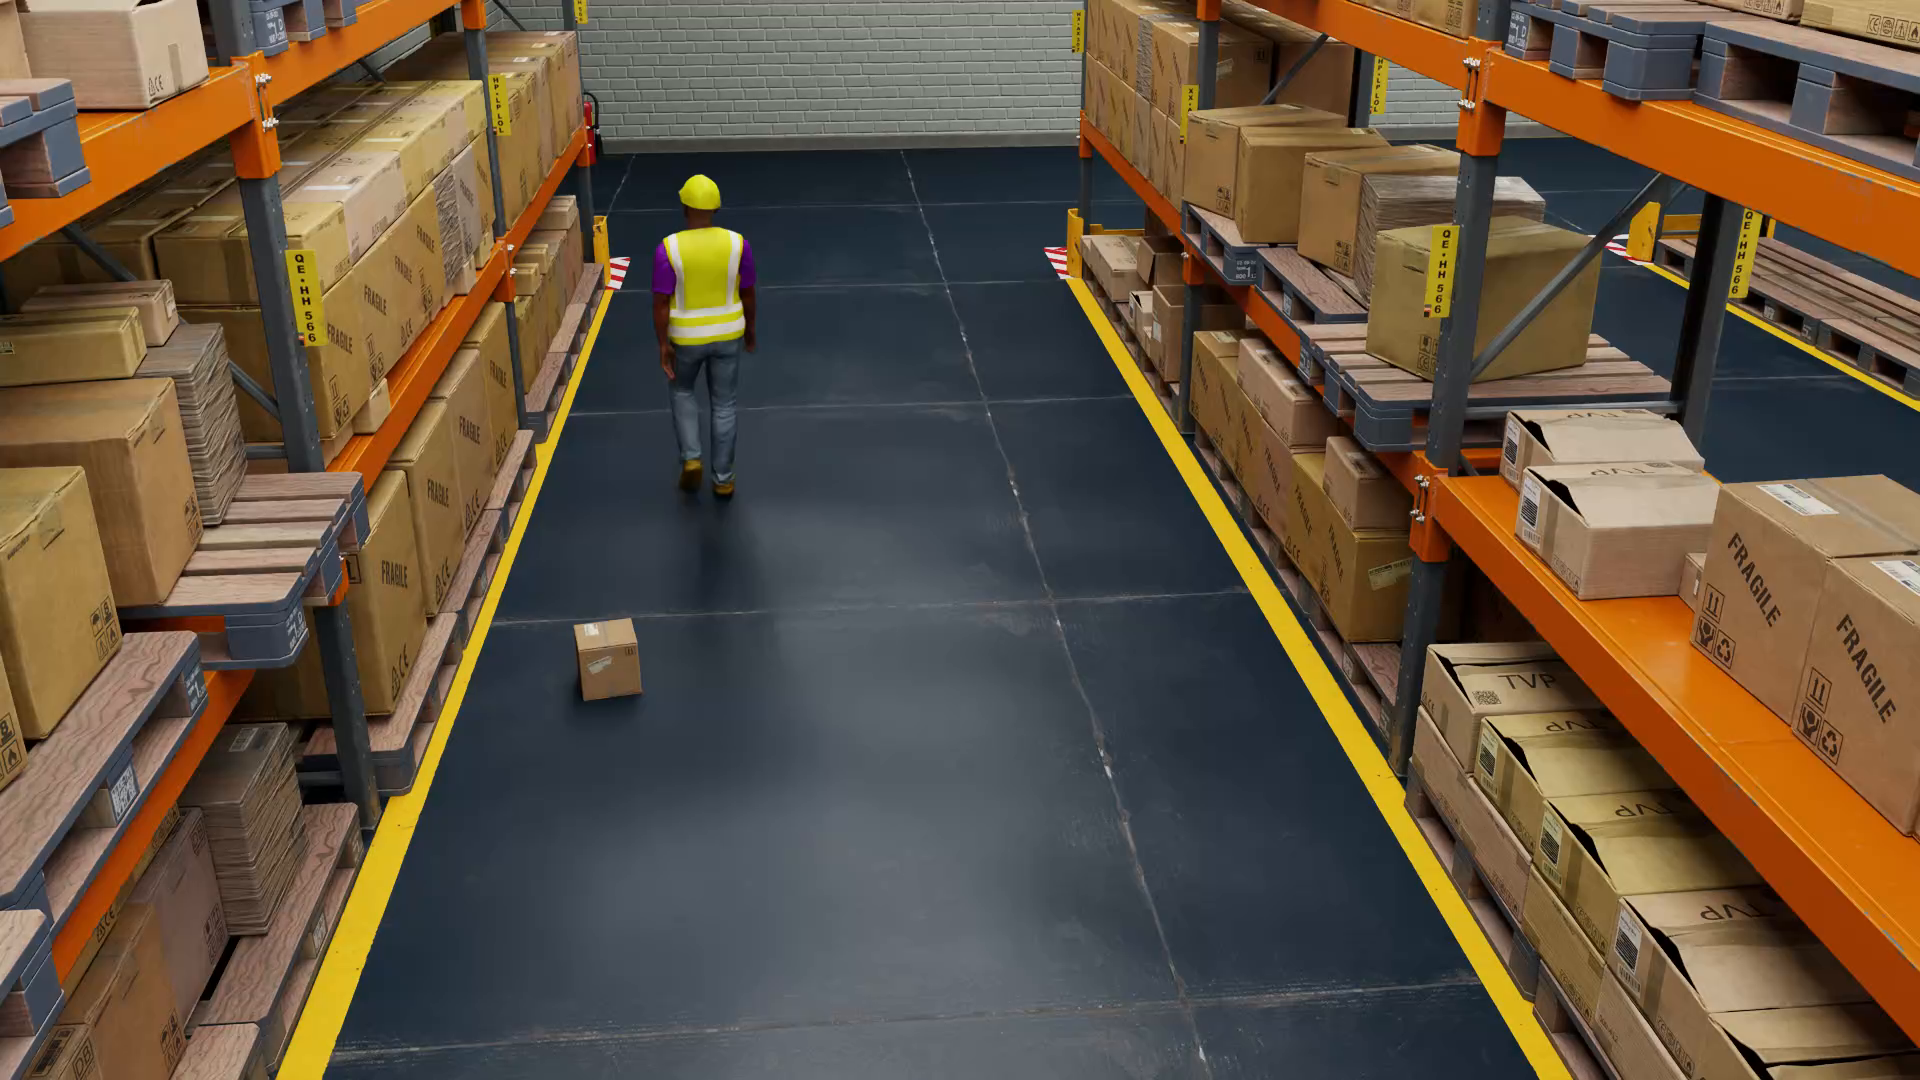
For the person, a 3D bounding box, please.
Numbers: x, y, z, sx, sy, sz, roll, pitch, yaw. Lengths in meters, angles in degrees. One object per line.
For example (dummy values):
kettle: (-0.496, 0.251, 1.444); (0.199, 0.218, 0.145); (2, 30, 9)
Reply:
person: (8.028, 0.187, 4.376); (16.431, 3.213, 14.161); (-6, 24, -13)
